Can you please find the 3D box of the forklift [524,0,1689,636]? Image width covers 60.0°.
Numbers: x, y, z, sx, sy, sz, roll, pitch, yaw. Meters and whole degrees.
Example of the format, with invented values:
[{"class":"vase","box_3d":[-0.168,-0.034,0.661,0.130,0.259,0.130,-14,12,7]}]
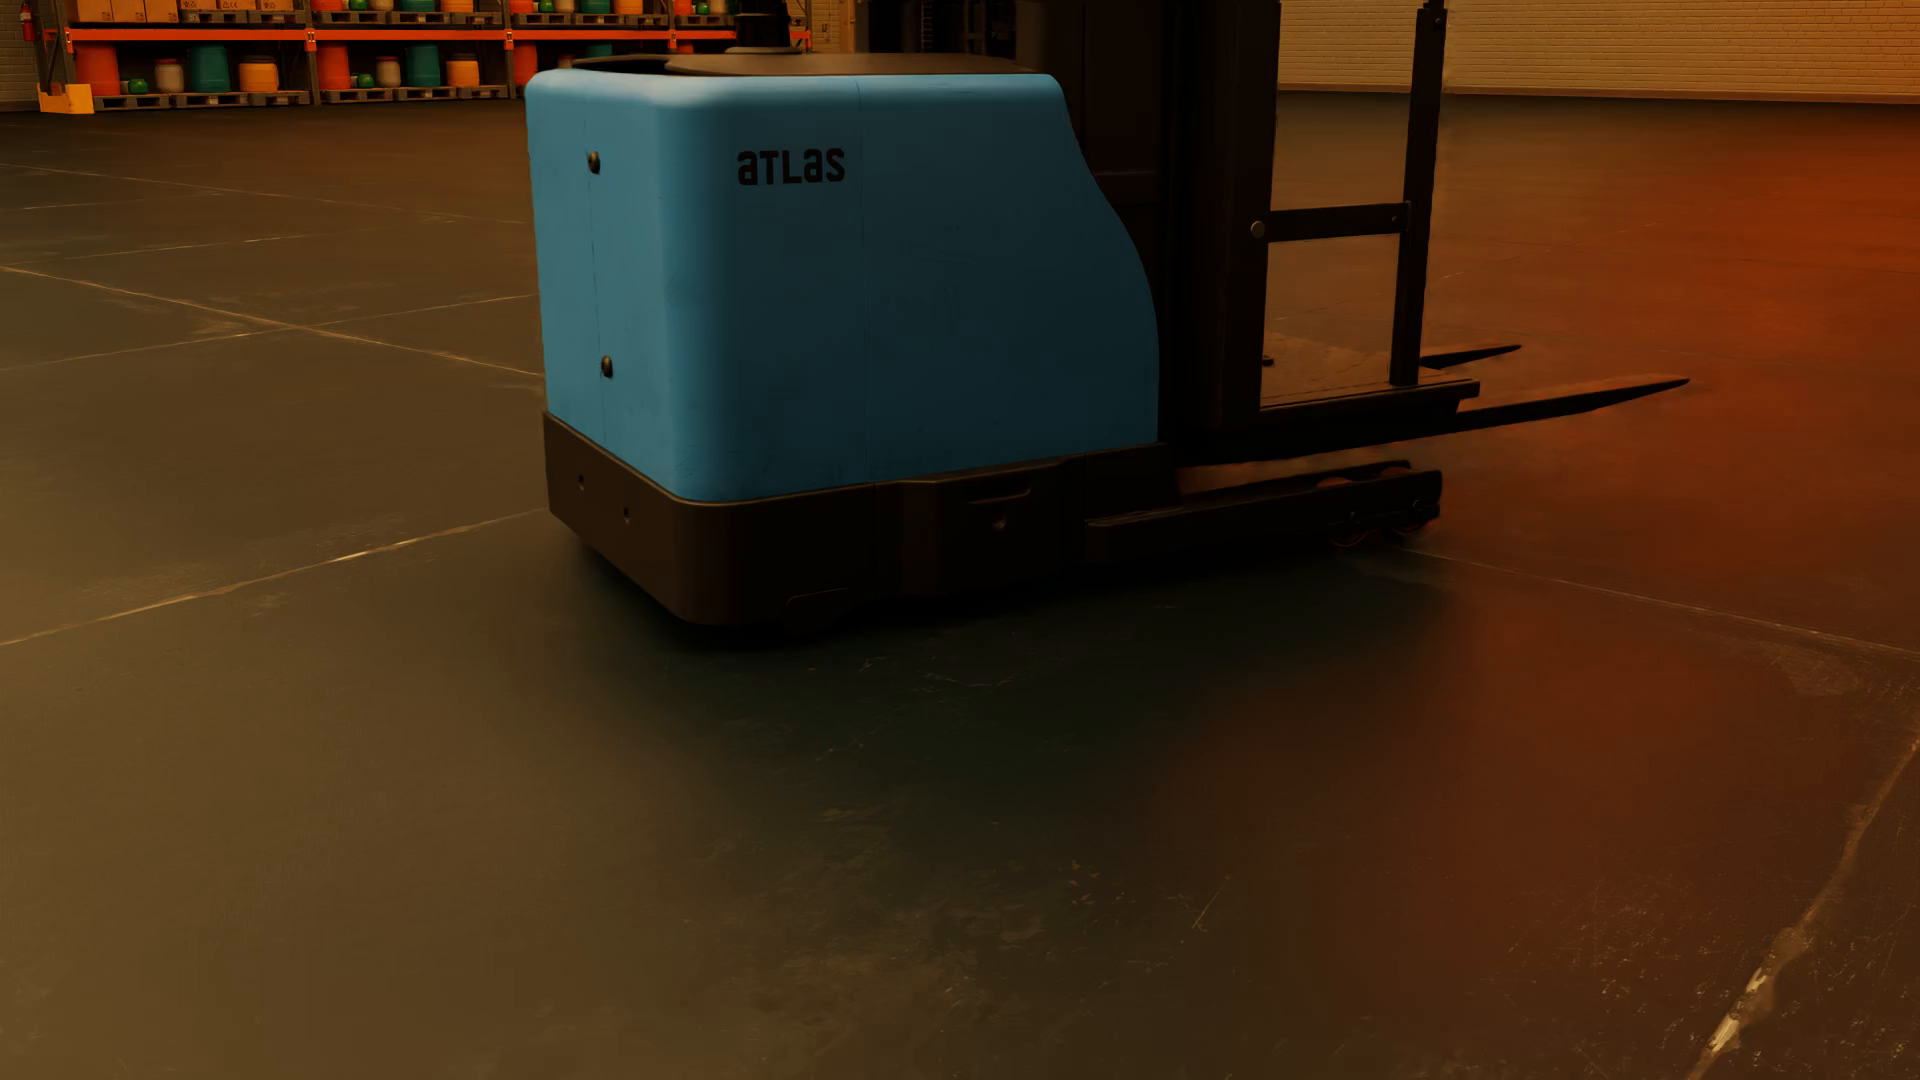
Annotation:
[{"class":"forklift","box_3d":[0.565,-1.507,3.862,3.031,2.935,1.130,-9,19,-28]}]
